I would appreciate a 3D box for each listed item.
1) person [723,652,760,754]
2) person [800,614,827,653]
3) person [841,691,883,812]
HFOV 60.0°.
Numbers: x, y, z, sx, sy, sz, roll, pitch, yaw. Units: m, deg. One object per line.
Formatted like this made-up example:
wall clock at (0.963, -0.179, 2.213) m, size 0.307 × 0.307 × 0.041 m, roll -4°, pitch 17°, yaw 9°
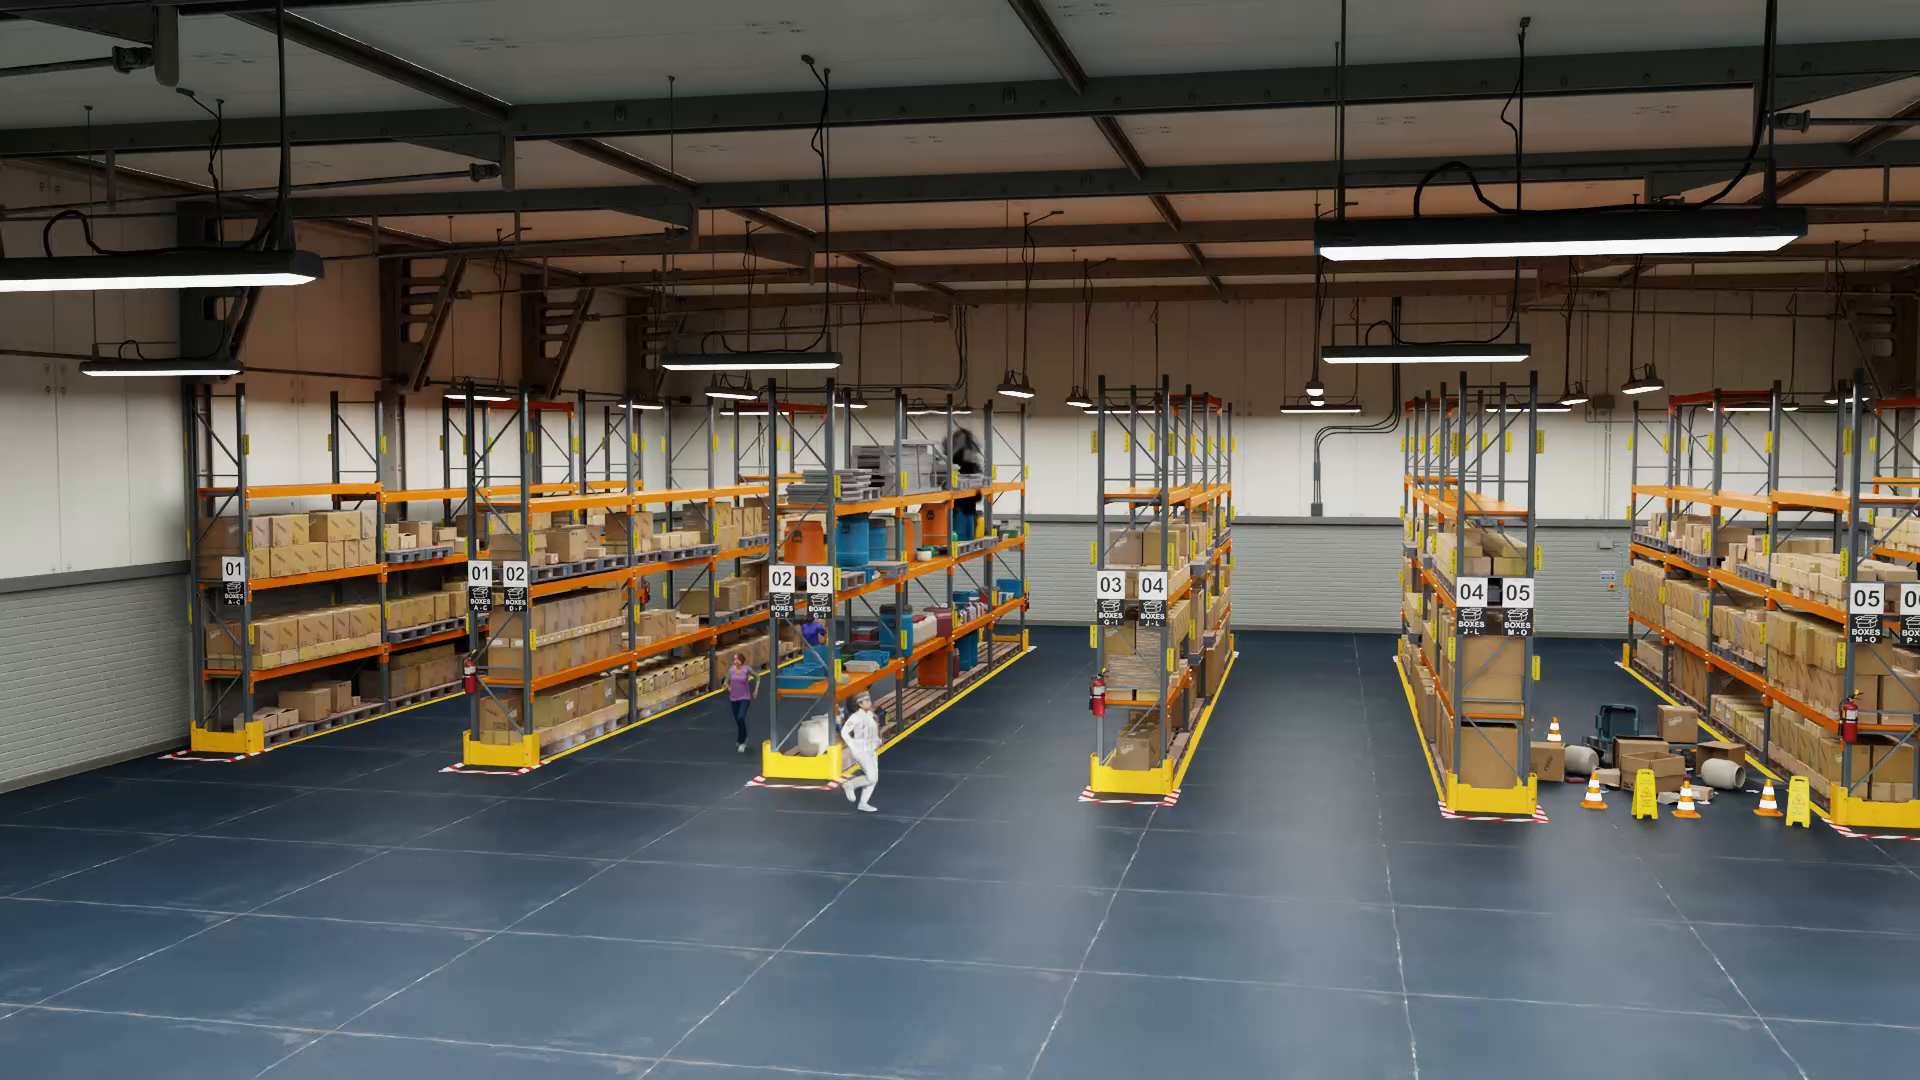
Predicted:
person at (-3.588, 2.670, 27.222) m, size 0.558 × 1.637 × 0.709 m, roll 1°, pitch 3°, yaw 15°
person at (-2.966, 2.267, 33.778) m, size 0.598 × 1.675 × 0.723 m, roll 1°, pitch 3°, yaw 17°
person at (-1.311, 2.877, 22.717) m, size 0.557 × 1.650 × 0.625 m, roll 2°, pitch 4°, yaw 30°
